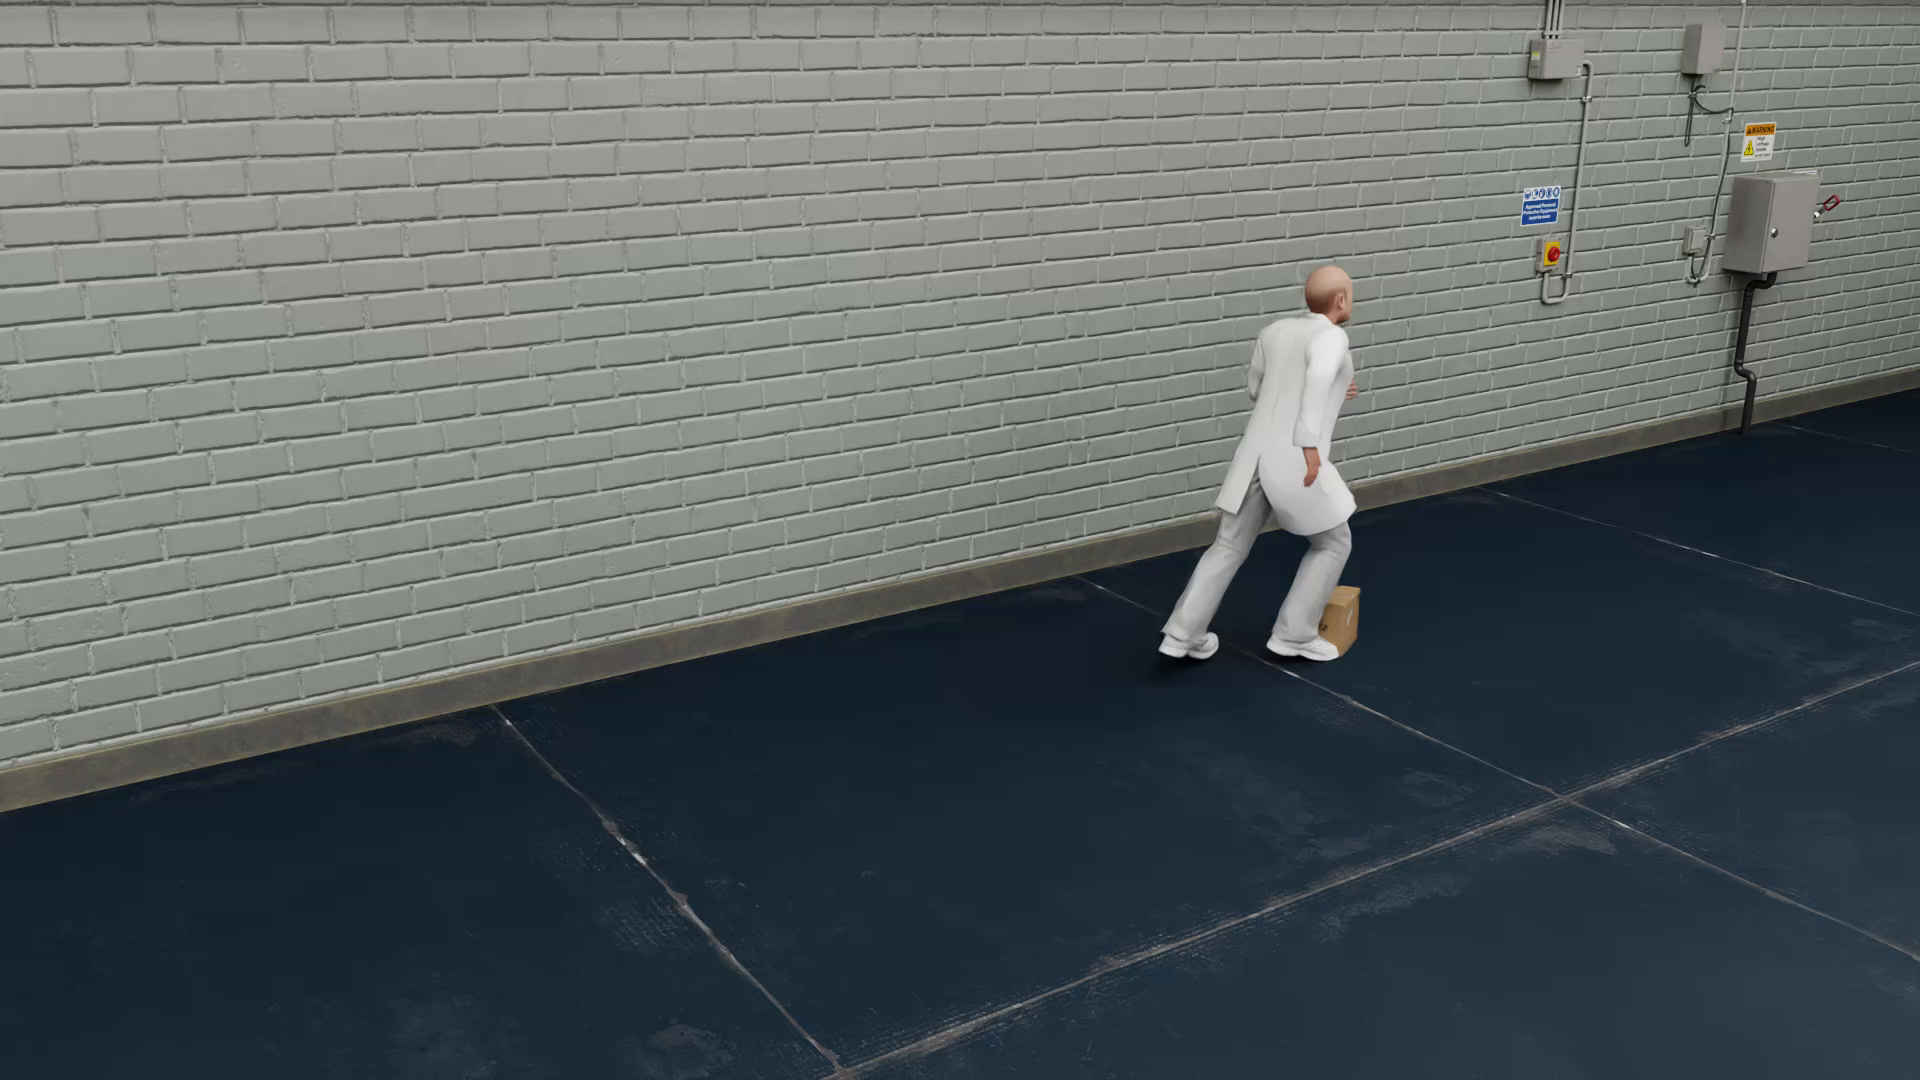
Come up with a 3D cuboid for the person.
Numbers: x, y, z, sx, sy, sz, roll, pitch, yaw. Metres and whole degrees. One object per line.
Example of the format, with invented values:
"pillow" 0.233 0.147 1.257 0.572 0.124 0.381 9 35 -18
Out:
"person" 1.364 -0.278 7.057 1.046 1.720 0.693 -13 22 -36
